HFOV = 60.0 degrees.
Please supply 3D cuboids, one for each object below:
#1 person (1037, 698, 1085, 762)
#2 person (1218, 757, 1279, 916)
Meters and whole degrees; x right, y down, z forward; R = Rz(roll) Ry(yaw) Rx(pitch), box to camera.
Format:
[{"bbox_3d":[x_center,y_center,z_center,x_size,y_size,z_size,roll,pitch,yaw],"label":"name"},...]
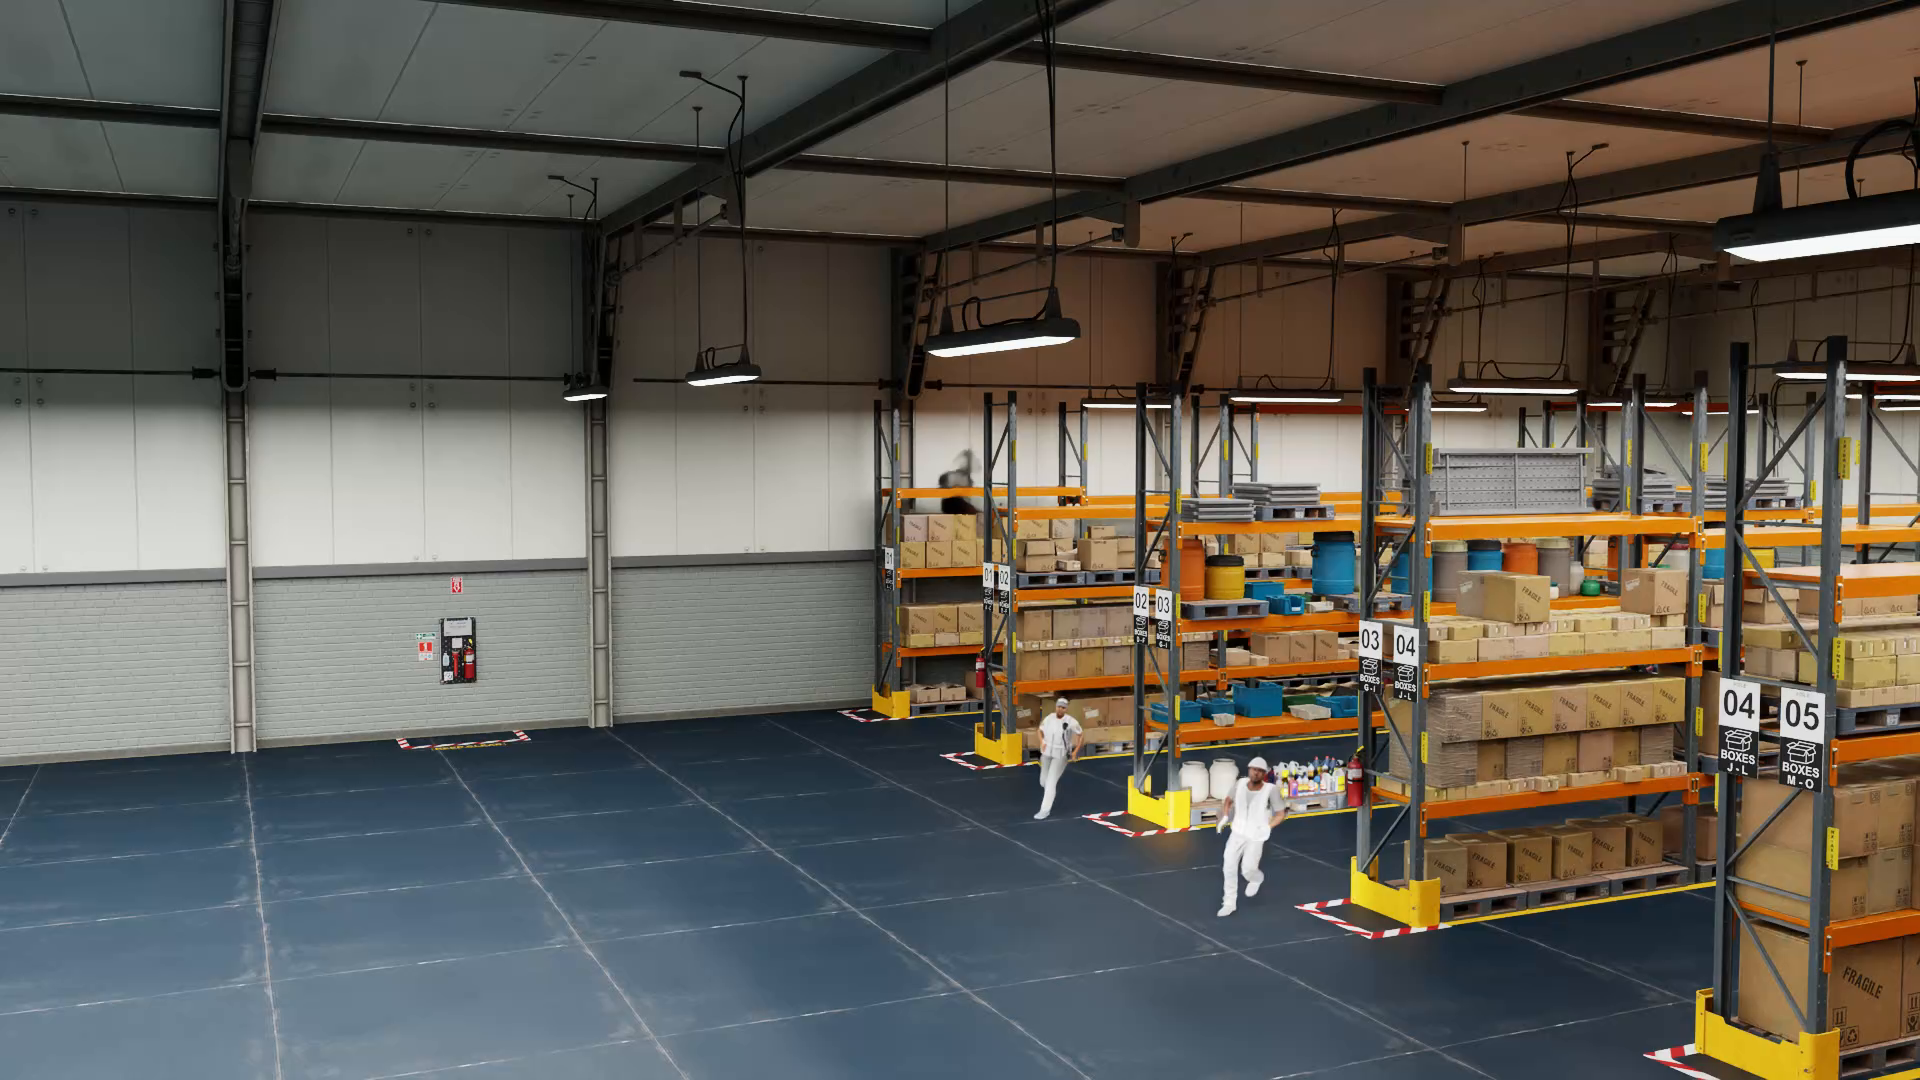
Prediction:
[{"bbox_3d":[1.359,2.615,23.009,0.668,0.869,0.418,2,4,25],"label":"person"},{"bbox_3d":[3.222,3.243,18.325,0.544,1.742,0.767,2,4,32],"label":"person"}]
